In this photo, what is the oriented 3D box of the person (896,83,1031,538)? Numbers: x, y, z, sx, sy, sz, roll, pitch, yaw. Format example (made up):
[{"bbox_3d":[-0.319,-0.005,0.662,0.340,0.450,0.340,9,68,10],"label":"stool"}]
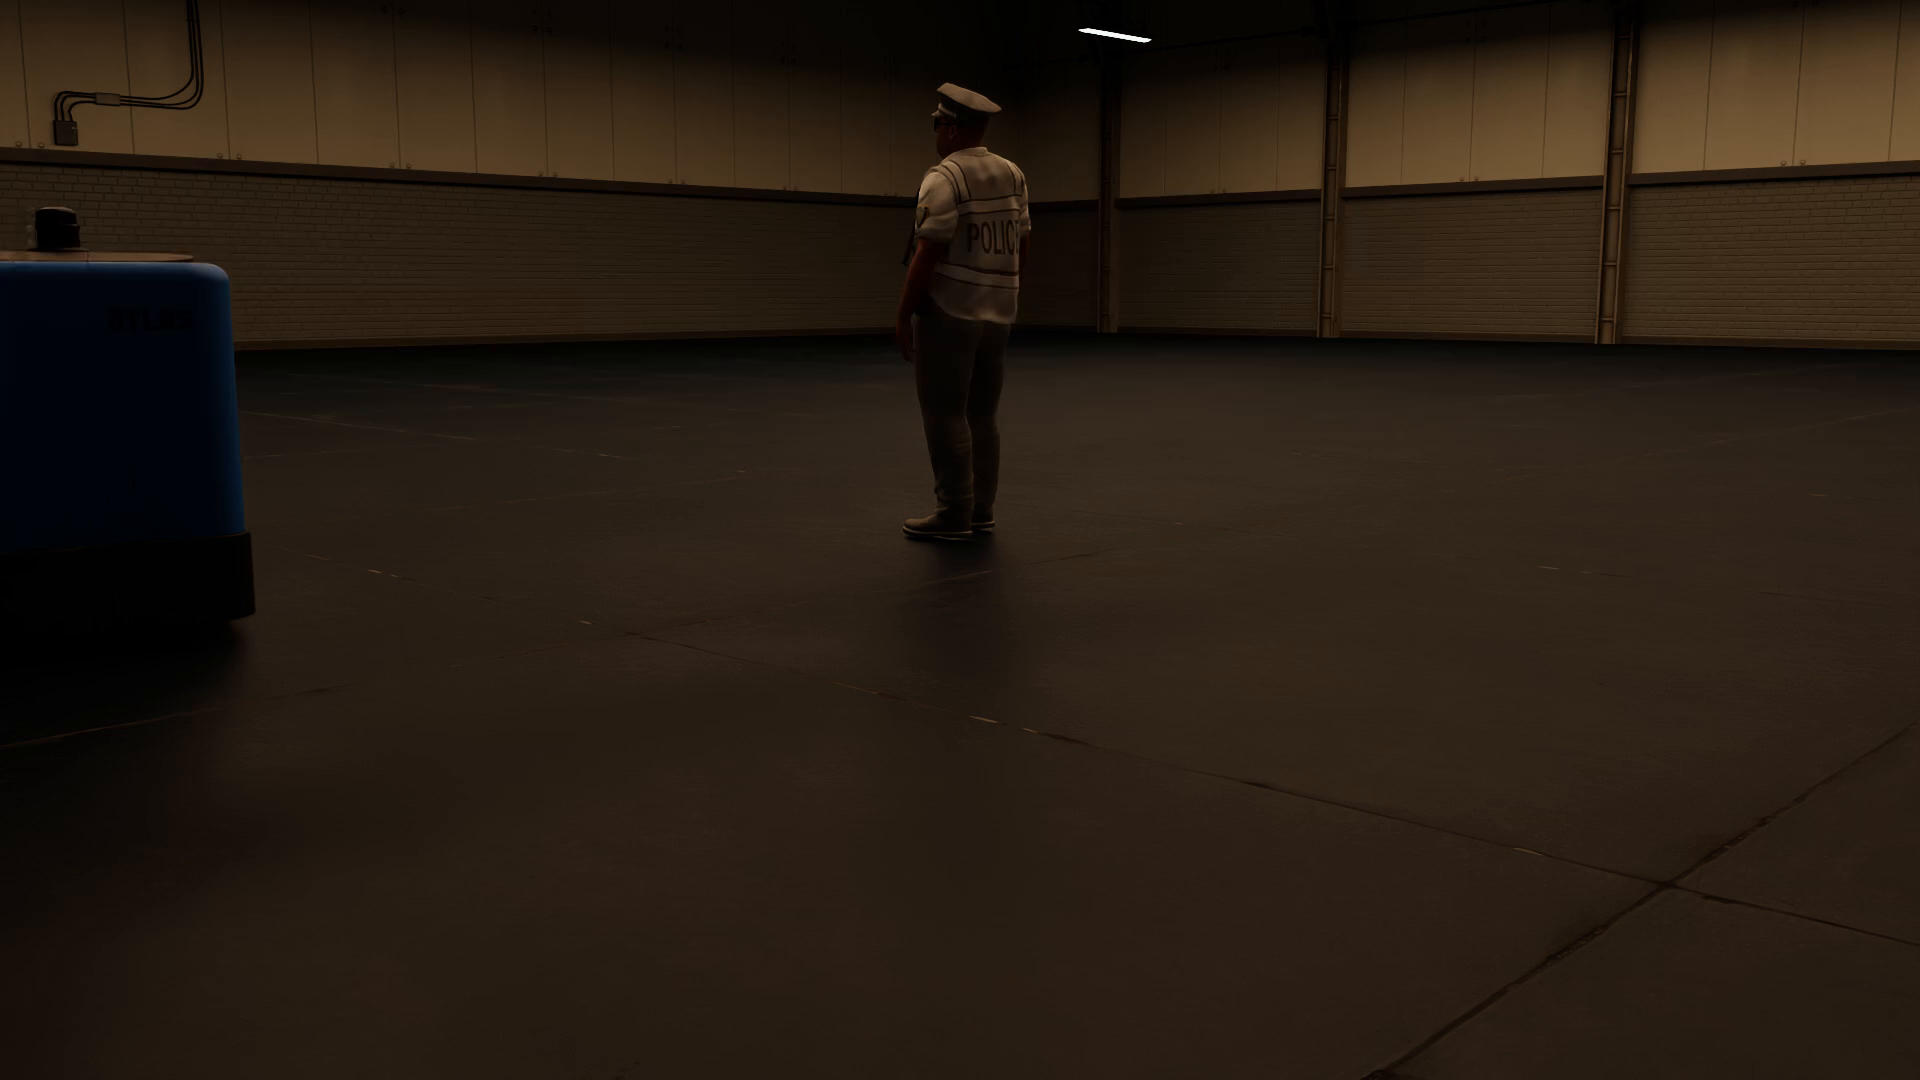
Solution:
[{"bbox_3d":[-0.048,-0.898,6.645,0.574,1.780,0.641,8,12,43],"label":"person"}]

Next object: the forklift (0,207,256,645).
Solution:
[{"bbox_3d":[-3.560,-1.101,4.188,3.031,2.935,1.130,-5,10,-32],"label":"forklift"}]
